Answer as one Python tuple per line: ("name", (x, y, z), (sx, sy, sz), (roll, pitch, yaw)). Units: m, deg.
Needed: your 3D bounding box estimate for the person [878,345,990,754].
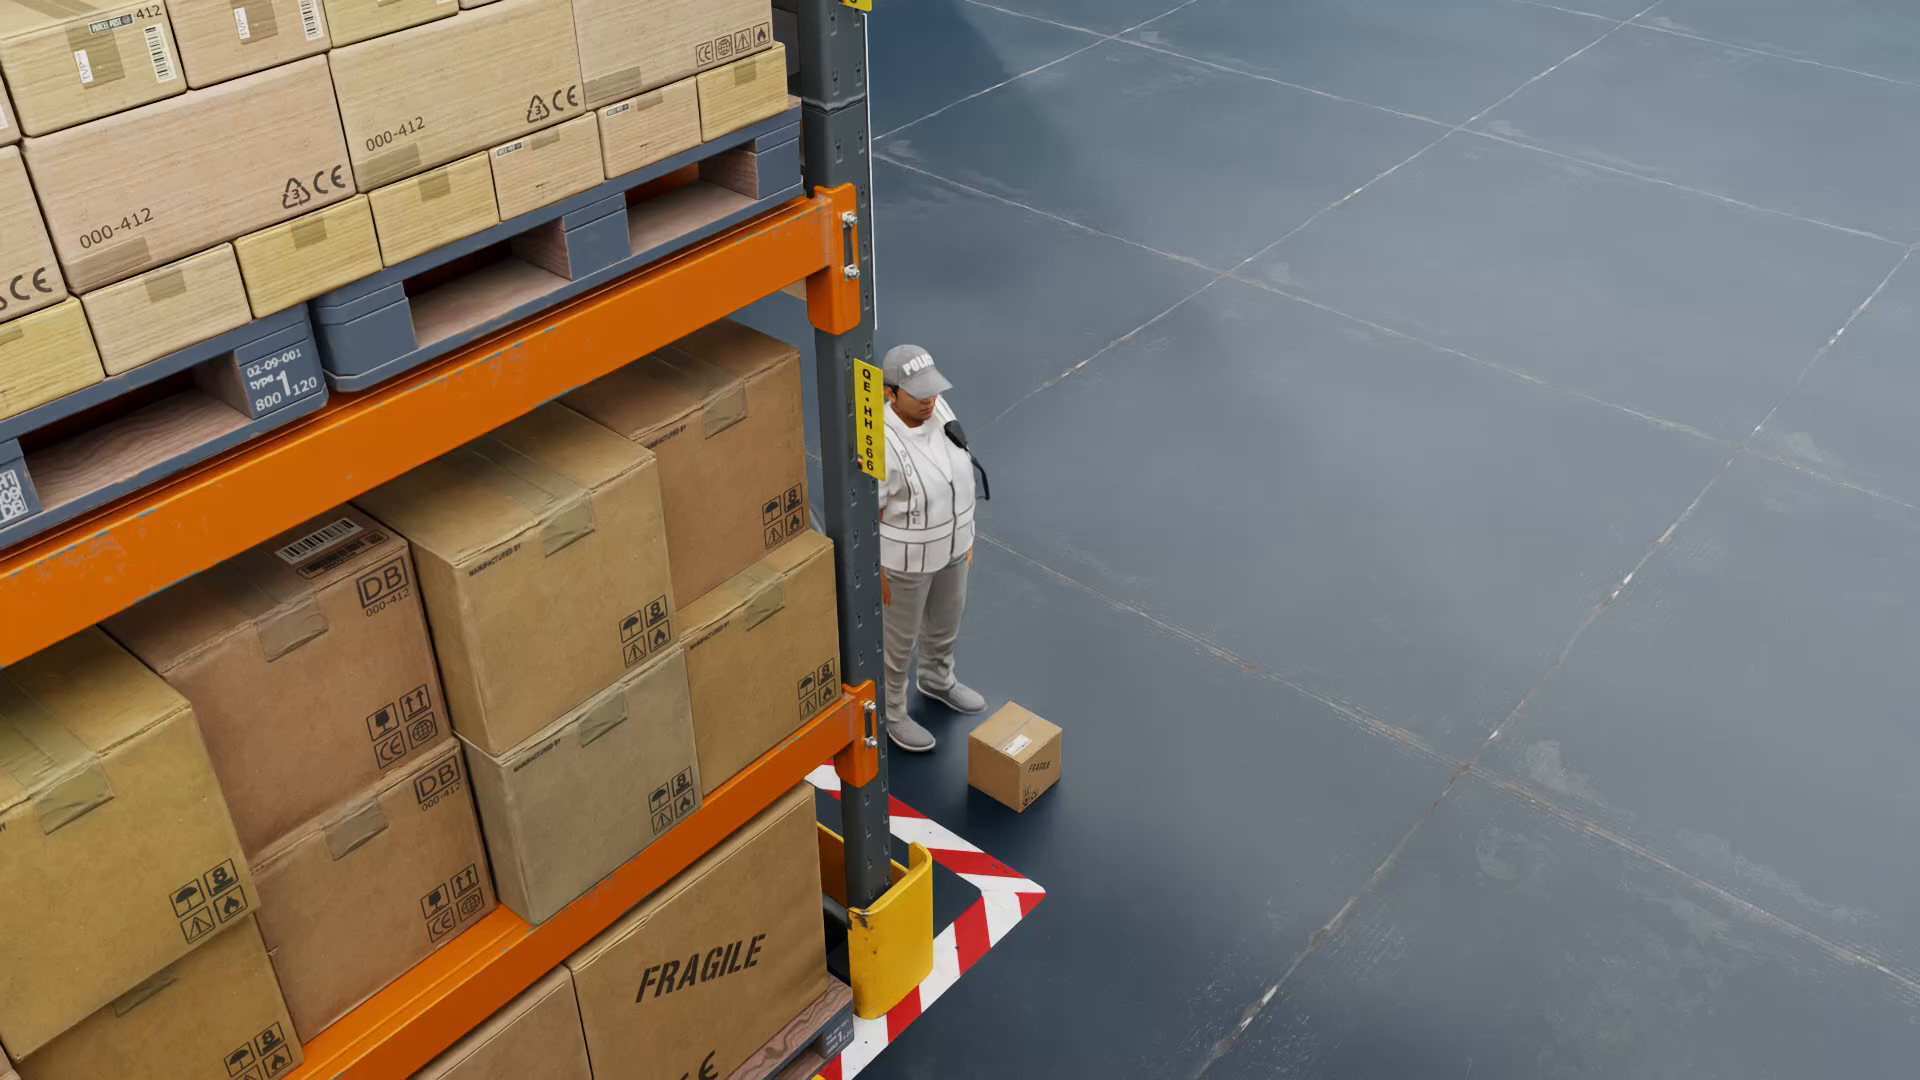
("person", (-0.143, 0.042, 6.082), (0.383, 1.686, 0.505), (27, 43, 33))
